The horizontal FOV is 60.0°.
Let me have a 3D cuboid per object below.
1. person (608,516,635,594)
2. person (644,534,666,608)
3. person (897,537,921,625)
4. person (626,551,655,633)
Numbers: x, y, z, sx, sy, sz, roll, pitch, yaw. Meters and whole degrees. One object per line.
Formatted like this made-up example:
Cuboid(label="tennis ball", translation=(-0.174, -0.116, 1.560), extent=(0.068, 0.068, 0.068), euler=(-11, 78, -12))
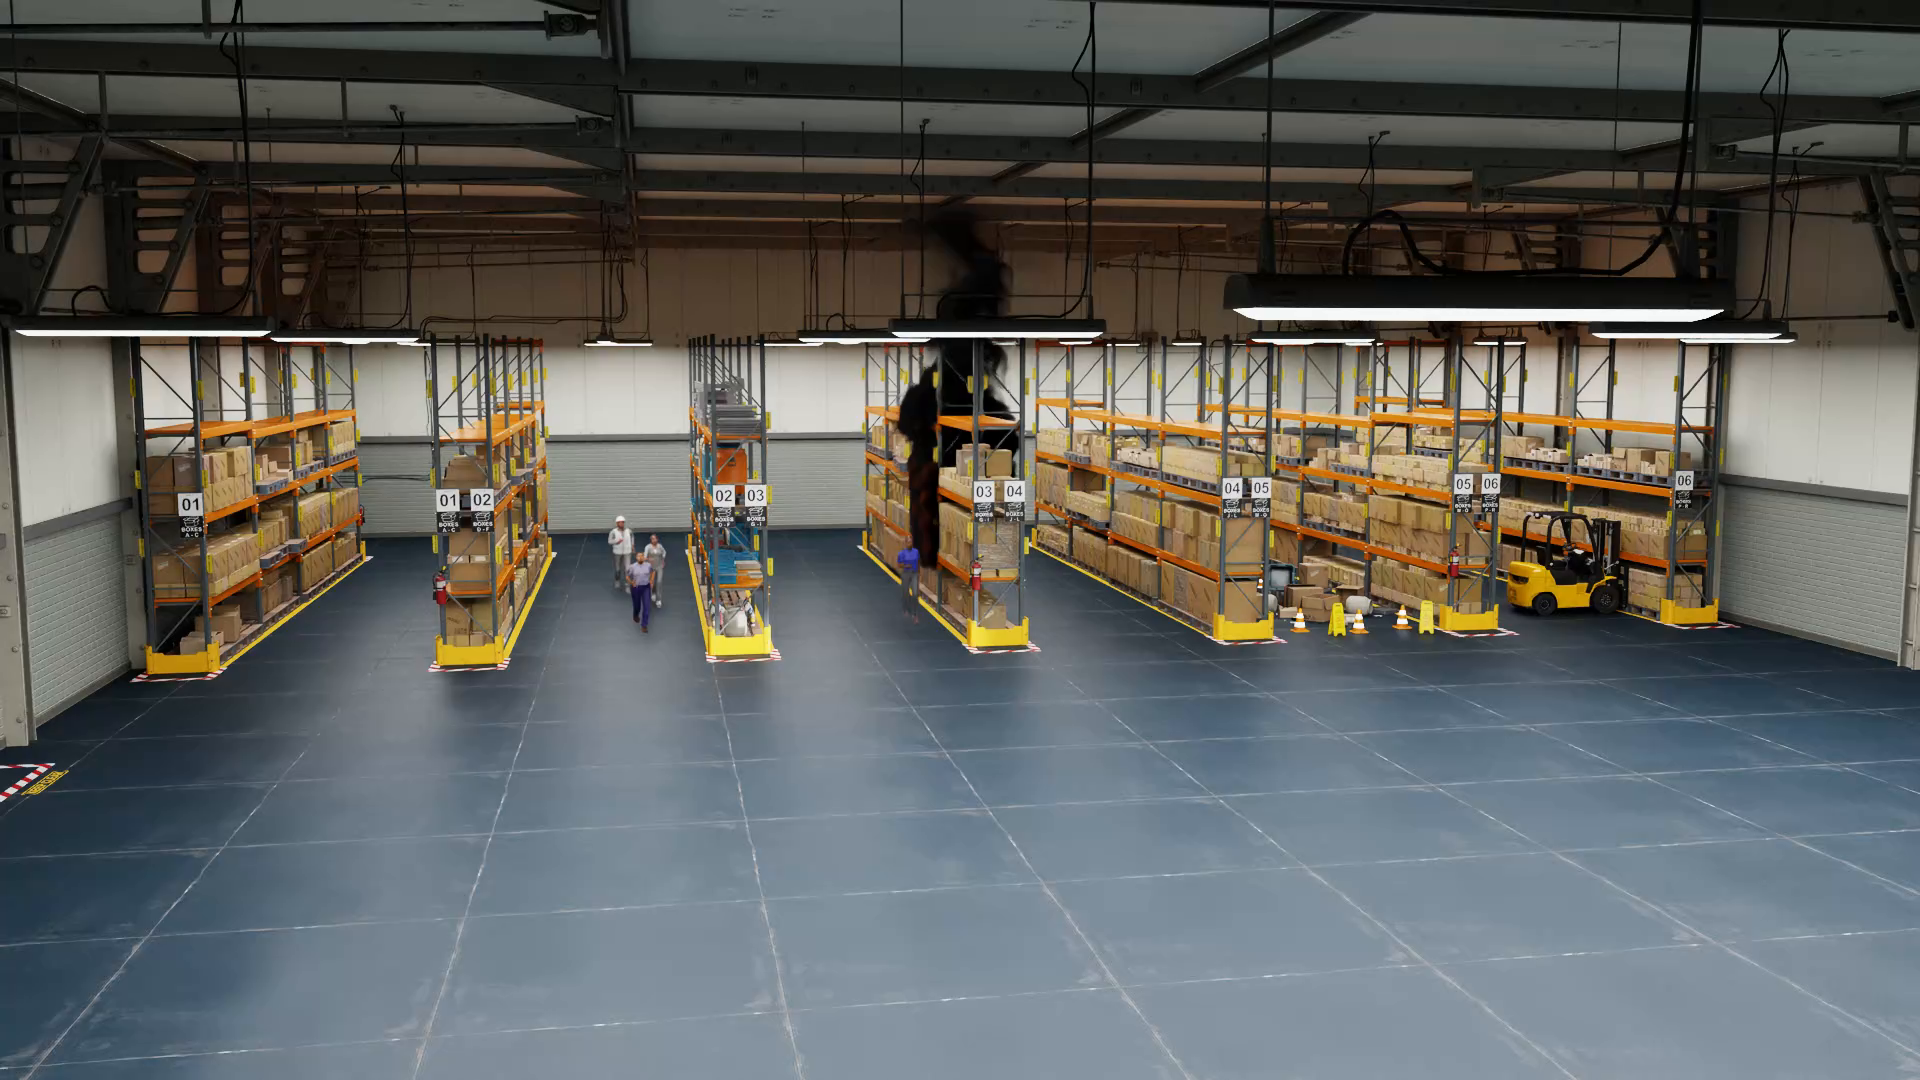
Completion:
Cuboid(label="person", translation=(-7.981, 0.328, 39.267), extent=(0.644, 1.793, 0.910), euler=(-2, 7, -19))
Cuboid(label="person", translation=(-6.823, 0.657, 37.134), extent=(0.539, 1.602, 0.873), euler=(-2, 7, -13))
Cuboid(label="person", translation=(-1.004, 0.815, 33.452), extent=(0.554, 1.771, 0.722), euler=(-2, 7, -15))
Cuboid(label="person", translation=(-6.515, 1.048, 33.975), extent=(0.607, 1.636, 0.841), euler=(-2, 7, -18))
